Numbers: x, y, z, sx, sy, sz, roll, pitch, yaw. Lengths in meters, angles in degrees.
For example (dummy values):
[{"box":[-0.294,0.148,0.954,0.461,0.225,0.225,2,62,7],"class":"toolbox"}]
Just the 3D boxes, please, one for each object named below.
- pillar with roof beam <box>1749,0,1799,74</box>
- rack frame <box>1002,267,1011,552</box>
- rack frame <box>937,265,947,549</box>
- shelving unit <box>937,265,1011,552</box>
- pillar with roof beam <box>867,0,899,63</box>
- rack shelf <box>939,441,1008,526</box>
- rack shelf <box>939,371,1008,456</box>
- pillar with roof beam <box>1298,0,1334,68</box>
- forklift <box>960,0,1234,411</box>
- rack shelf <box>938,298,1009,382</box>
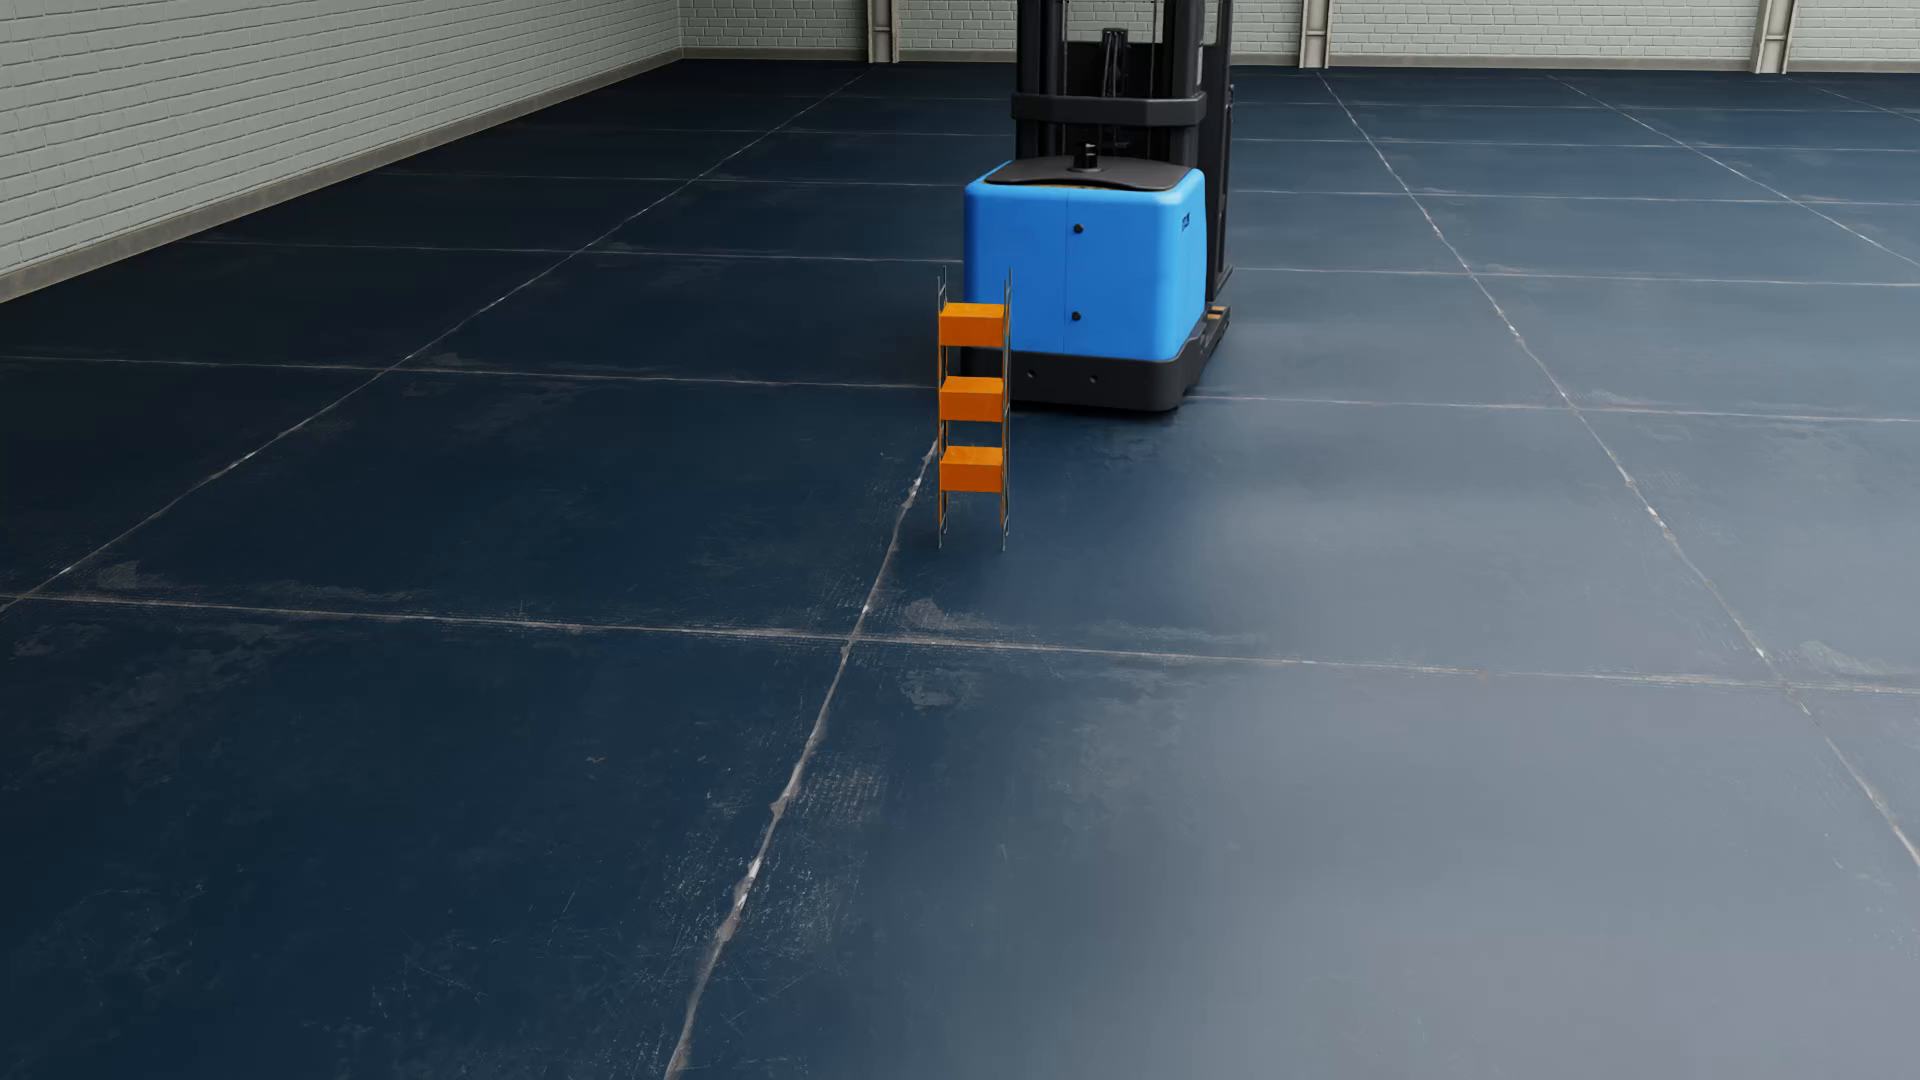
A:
[{"box":[10.328,-8.894,16.698,0.400,9.000,9.100,2,22,6],"class":"pillar with roof beam"},{"box":[0.174,-0.481,6.228,0.008,1.050,0.200,2,22,6],"class":"rack frame"},{"box":[-0.068,-0.491,6.254,0.008,1.050,0.200,2,22,6],"class":"rack frame"},{"box":[0.053,-0.486,6.241,0.252,1.050,0.215,2,22,6],"class":"shelving unit"},{"box":[-1.589,-9.414,18.011,0.400,9.000,9.100,2,22,6],"class":"pillar with roof beam"},{"box":[0.053,-0.218,6.347,0.240,0.259,0.215,2,22,6],"class":"rack shelf"},{"box":[0.053,-0.476,6.245,0.240,0.259,0.215,2,22,6],"class":"rack shelf"},{"box":[4.370,-9.154,17.355,0.400,9.000,9.100,2,22,6],"class":"pillar with roof beam"},{"box":[0.895,-2.476,8.715,1.130,2.935,3.031,6,22,15],"class":"forklift"},{"box":[0.053,-0.740,6.141,0.240,0.259,0.215,2,22,6],"class":"rack shelf"}]
